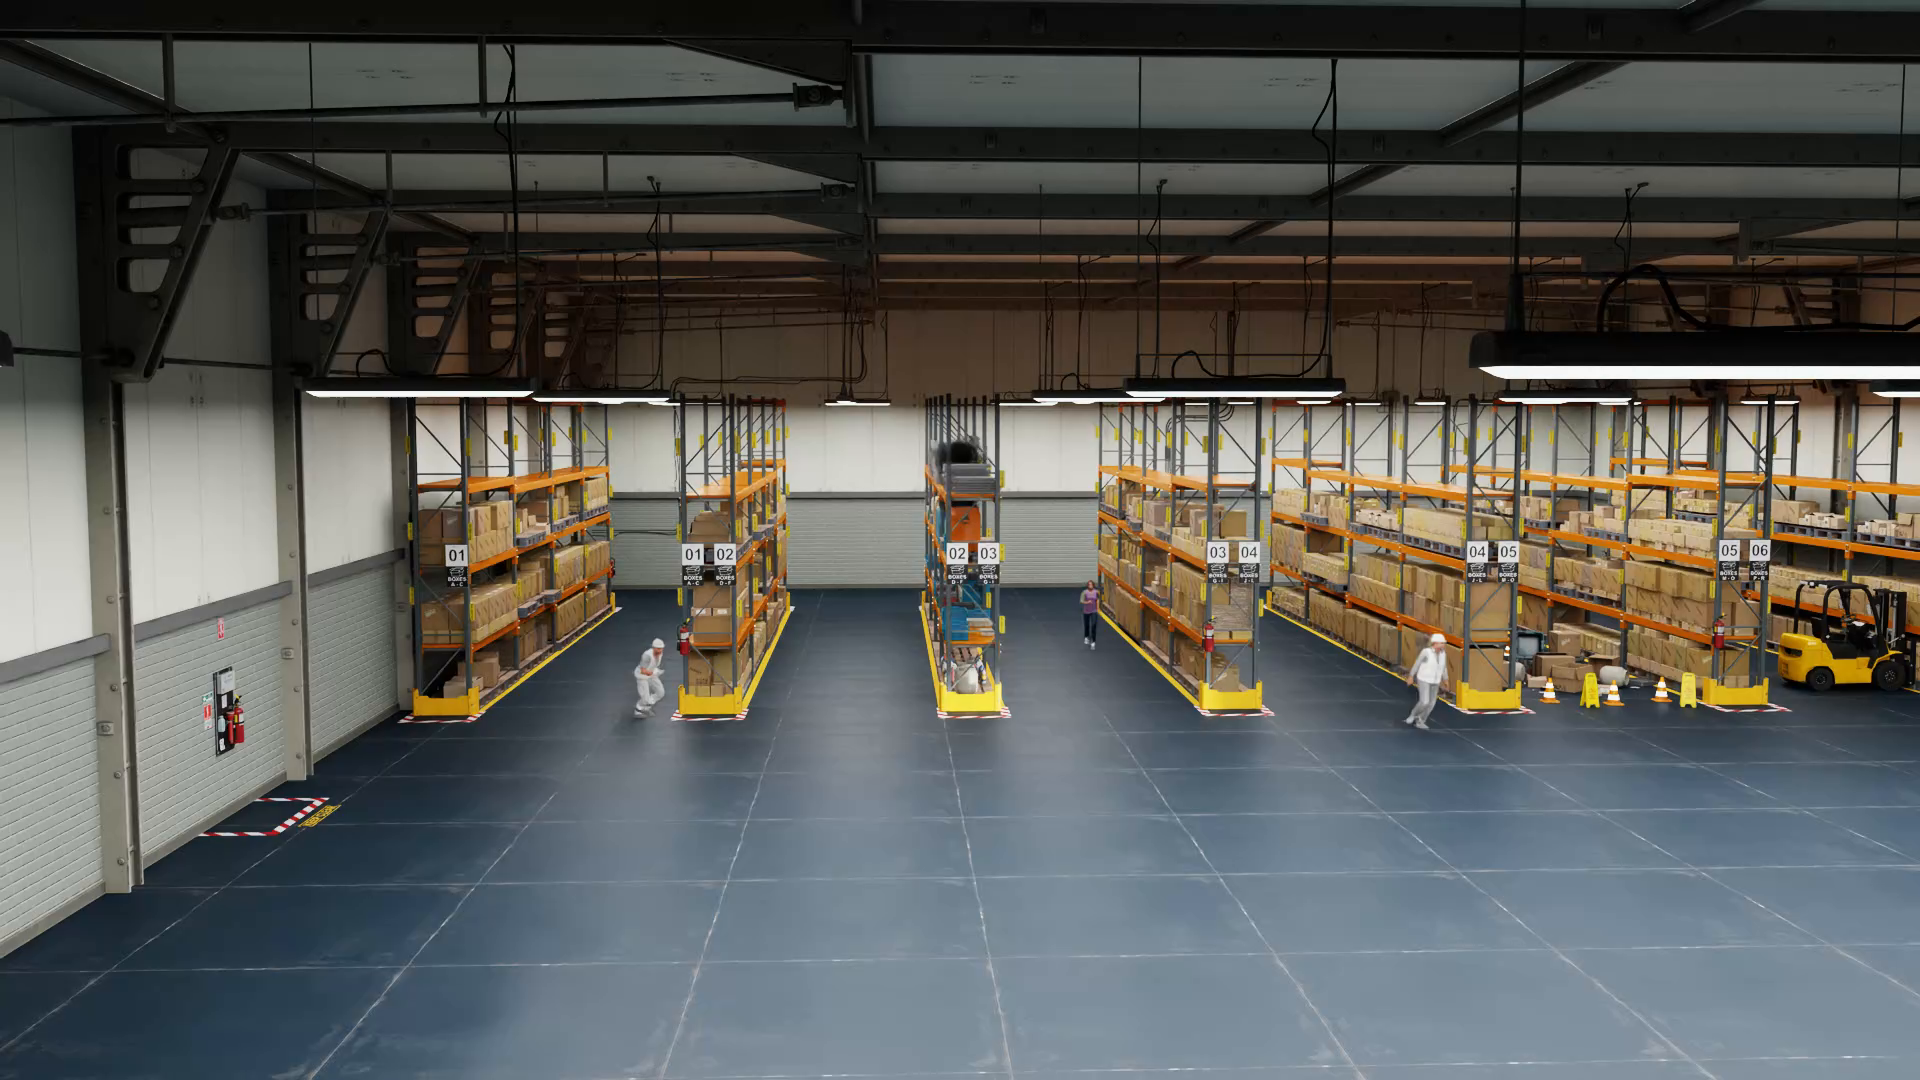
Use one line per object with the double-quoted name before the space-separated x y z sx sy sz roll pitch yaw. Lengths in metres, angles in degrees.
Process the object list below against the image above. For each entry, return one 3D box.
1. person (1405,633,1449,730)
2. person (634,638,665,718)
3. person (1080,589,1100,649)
"person" 8.370 2.524 29.700 0.692 1.748 0.599 -2 5 -25
"person" -5.657 2.540 30.474 0.978 1.538 0.718 3 5 32
"person" 3.118 1.869 39.849 0.525 1.406 0.817 0 5 -2
